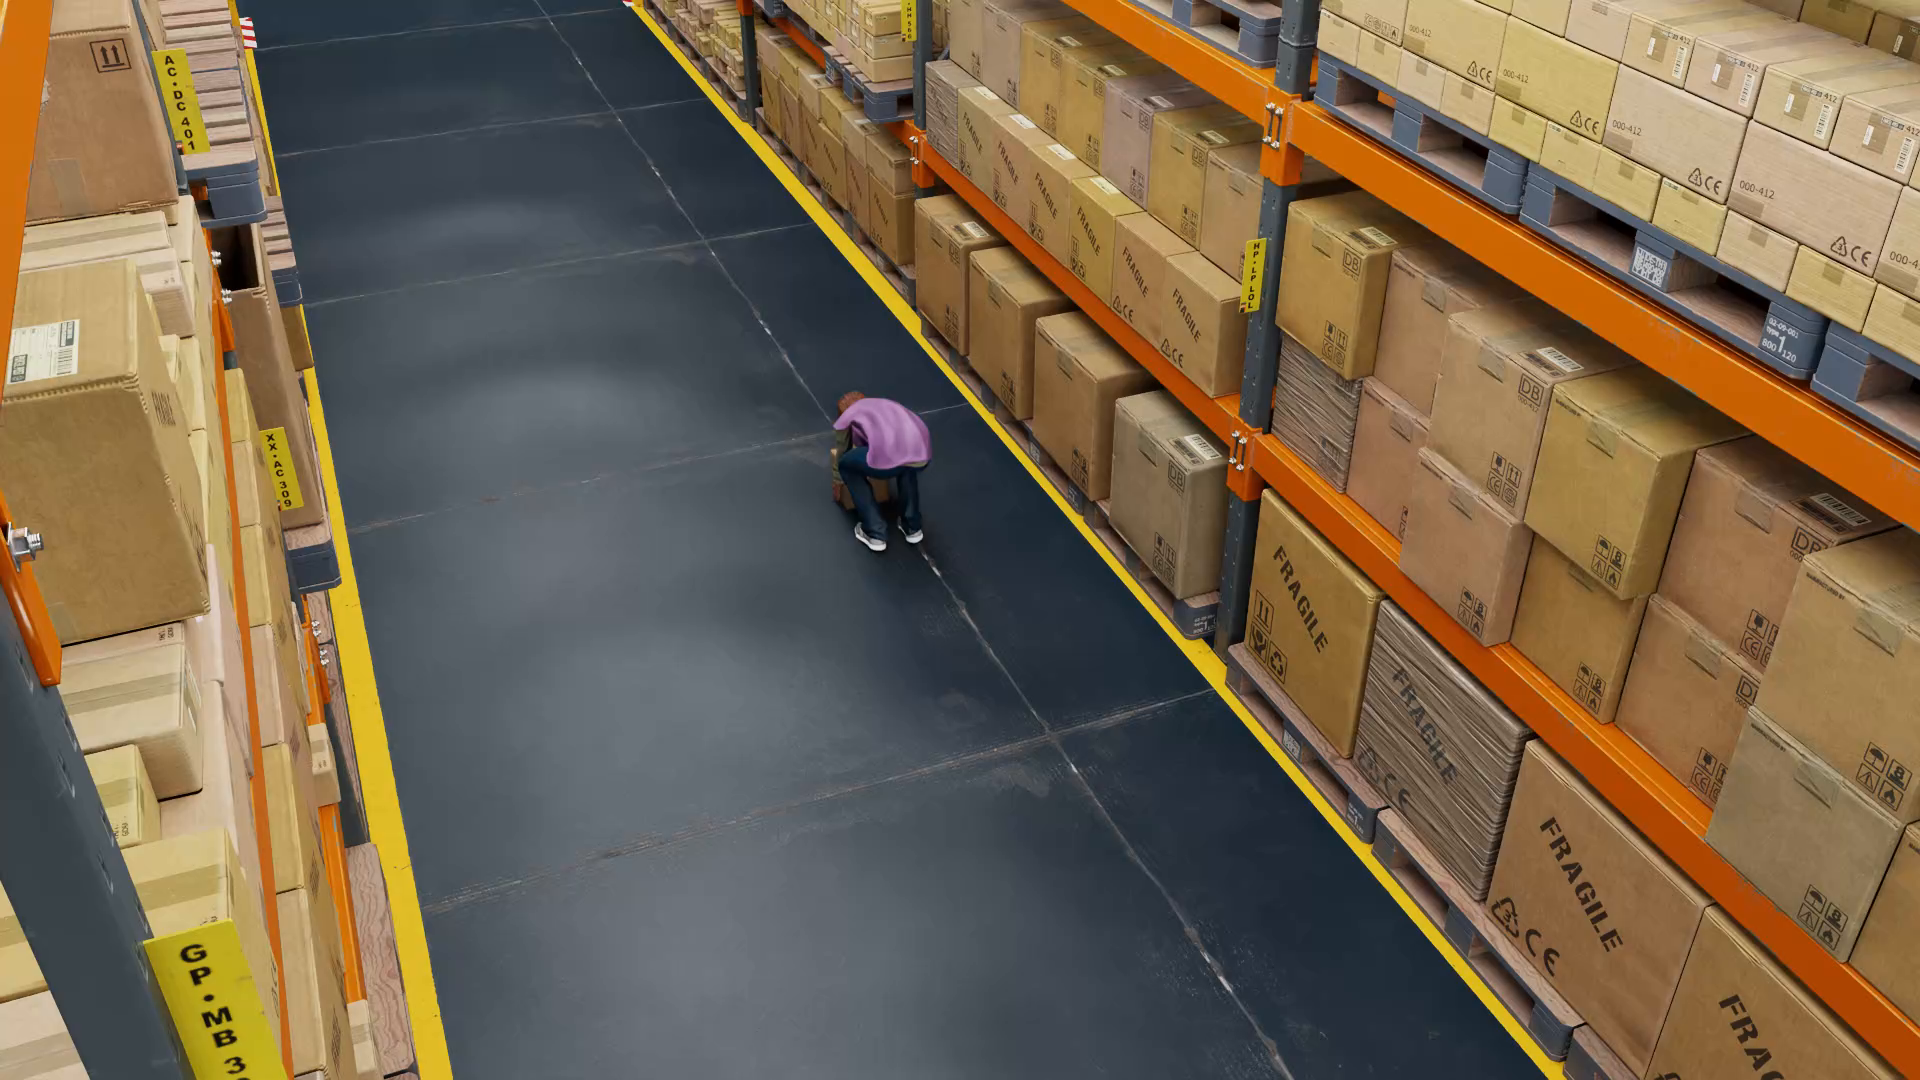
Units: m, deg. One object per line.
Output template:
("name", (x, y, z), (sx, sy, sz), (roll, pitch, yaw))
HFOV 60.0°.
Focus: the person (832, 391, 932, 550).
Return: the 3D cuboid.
("person", (-0.439, -0.410, 8.870), (0.432, 0.808, 0.864), (-15, 37, -21))
